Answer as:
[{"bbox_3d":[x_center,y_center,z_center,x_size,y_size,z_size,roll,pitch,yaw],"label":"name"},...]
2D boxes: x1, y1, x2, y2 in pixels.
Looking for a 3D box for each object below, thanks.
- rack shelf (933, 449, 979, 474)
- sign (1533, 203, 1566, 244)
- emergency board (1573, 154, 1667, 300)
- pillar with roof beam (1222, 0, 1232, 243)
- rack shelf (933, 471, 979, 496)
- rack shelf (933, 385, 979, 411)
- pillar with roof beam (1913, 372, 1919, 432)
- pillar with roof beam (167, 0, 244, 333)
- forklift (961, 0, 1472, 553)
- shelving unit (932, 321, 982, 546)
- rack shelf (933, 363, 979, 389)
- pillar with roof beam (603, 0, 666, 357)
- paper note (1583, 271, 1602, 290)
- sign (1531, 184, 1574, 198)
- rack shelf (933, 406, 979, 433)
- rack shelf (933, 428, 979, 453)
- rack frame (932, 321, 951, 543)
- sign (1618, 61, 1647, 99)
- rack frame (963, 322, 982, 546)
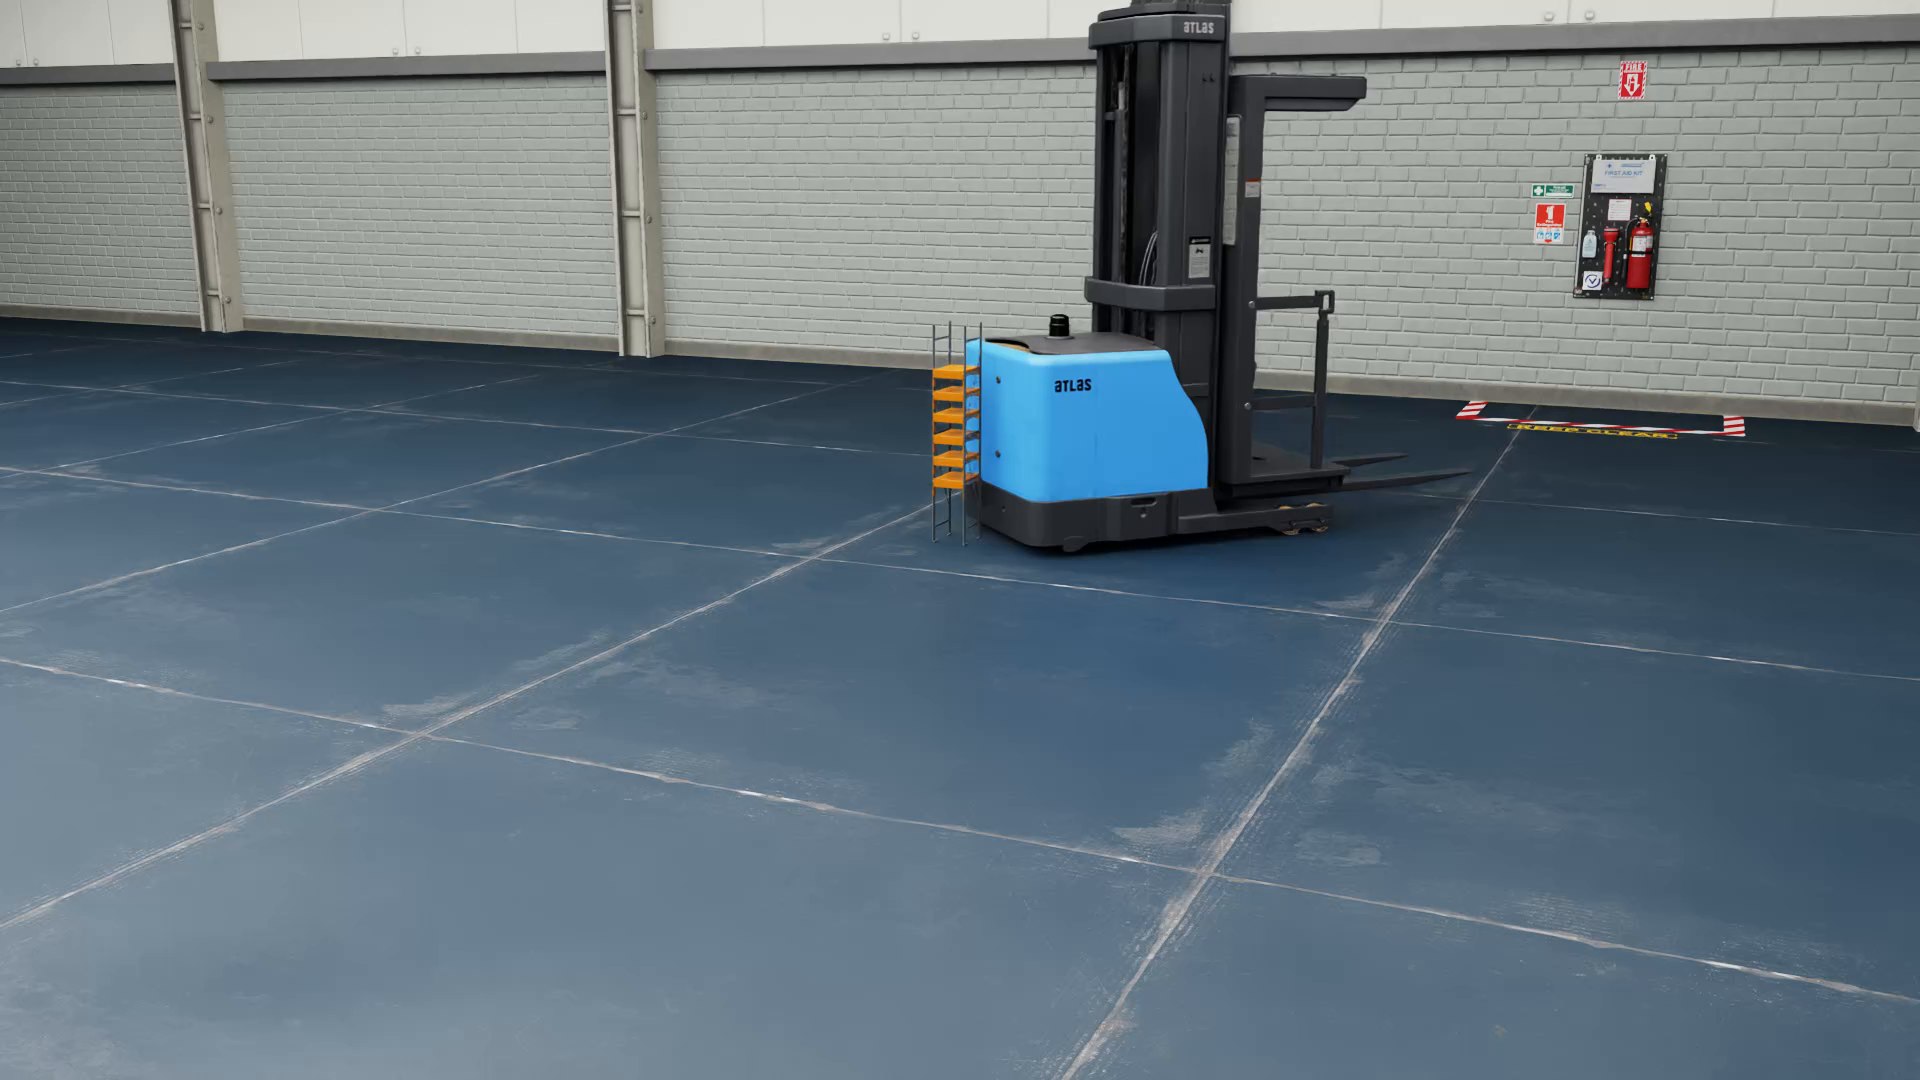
[{"bbox_3d":[-0.017,-0.426,9.159,0.180,0.103,0.258,6,14,23],"label":"rack shelf"},{"bbox_3d":[4.908,-2.636,13.842,0.234,0.329,0.001,6,14,23],"label":"sign"},{"bbox_3d":[5.372,-2.545,13.537,0.643,1.169,0.194,6,14,23],"label":"emergency board"},{"bbox_3d":[0.386,-4.886,10.377,0.400,9.000,9.100,6,14,23],"label":"pillar with roof beam"},{"bbox_3d":[-0.017,-0.309,9.186,0.180,0.103,0.258,6,14,23],"label":"rack shelf"},{"bbox_3d":[-0.015,-0.776,9.078,0.180,0.103,0.258,6,14,23],"label":"rack shelf"},{"bbox_3d":[5.872,-4.330,8.011,0.400,9.000,9.100,6,14,23],"label":"pillar with roof beam"},{"bbox_3d":[-10.586,-5.996,15.109,0.400,9.000,9.100,6,14,23],"label":"pillar with roof beam"},{"bbox_3d":[1.572,-1.558,9.477,3.031,2.935,1.130,-6,14,-22],"label":"forklift"},{"bbox_3d":[-0.016,-0.586,9.122,0.189,1.200,0.258,6,14,23],"label":"shelving unit"},{"bbox_3d":[-0.015,-0.893,9.051,0.180,0.103,0.258,6,14,23],"label":"rack shelf"},{"bbox_3d":[-5.100,-5.441,12.743,0.400,9.000,9.100,6,14,23],"label":"pillar with roof beam"},{"bbox_3d":[5.238,-2.147,13.769,0.142,0.148,0.016,6,14,23],"label":"paper note"},{"bbox_3d":[4.908,-2.891,13.772,0.331,0.109,0.001,6,14,23],"label":"sign"},{"bbox_3d":[-0.016,-0.660,9.105,0.180,0.103,0.258,6,14,23],"label":"rack shelf"},{"bbox_3d":[-0.016,-0.543,9.132,0.180,0.103,0.258,6,14,23],"label":"rack shelf"},{"bbox_3d":[-0.100,-0.594,9.157,0.006,1.200,0.240,6,14,23],"label":"rack frame"},{"bbox_3d":[5.405,-3.696,13.364,0.199,0.298,0.001,6,14,23],"label":"sign"},{"bbox_3d":[0.068,-0.577,9.087,0.006,1.200,0.240,6,14,23],"label":"rack frame"}]
